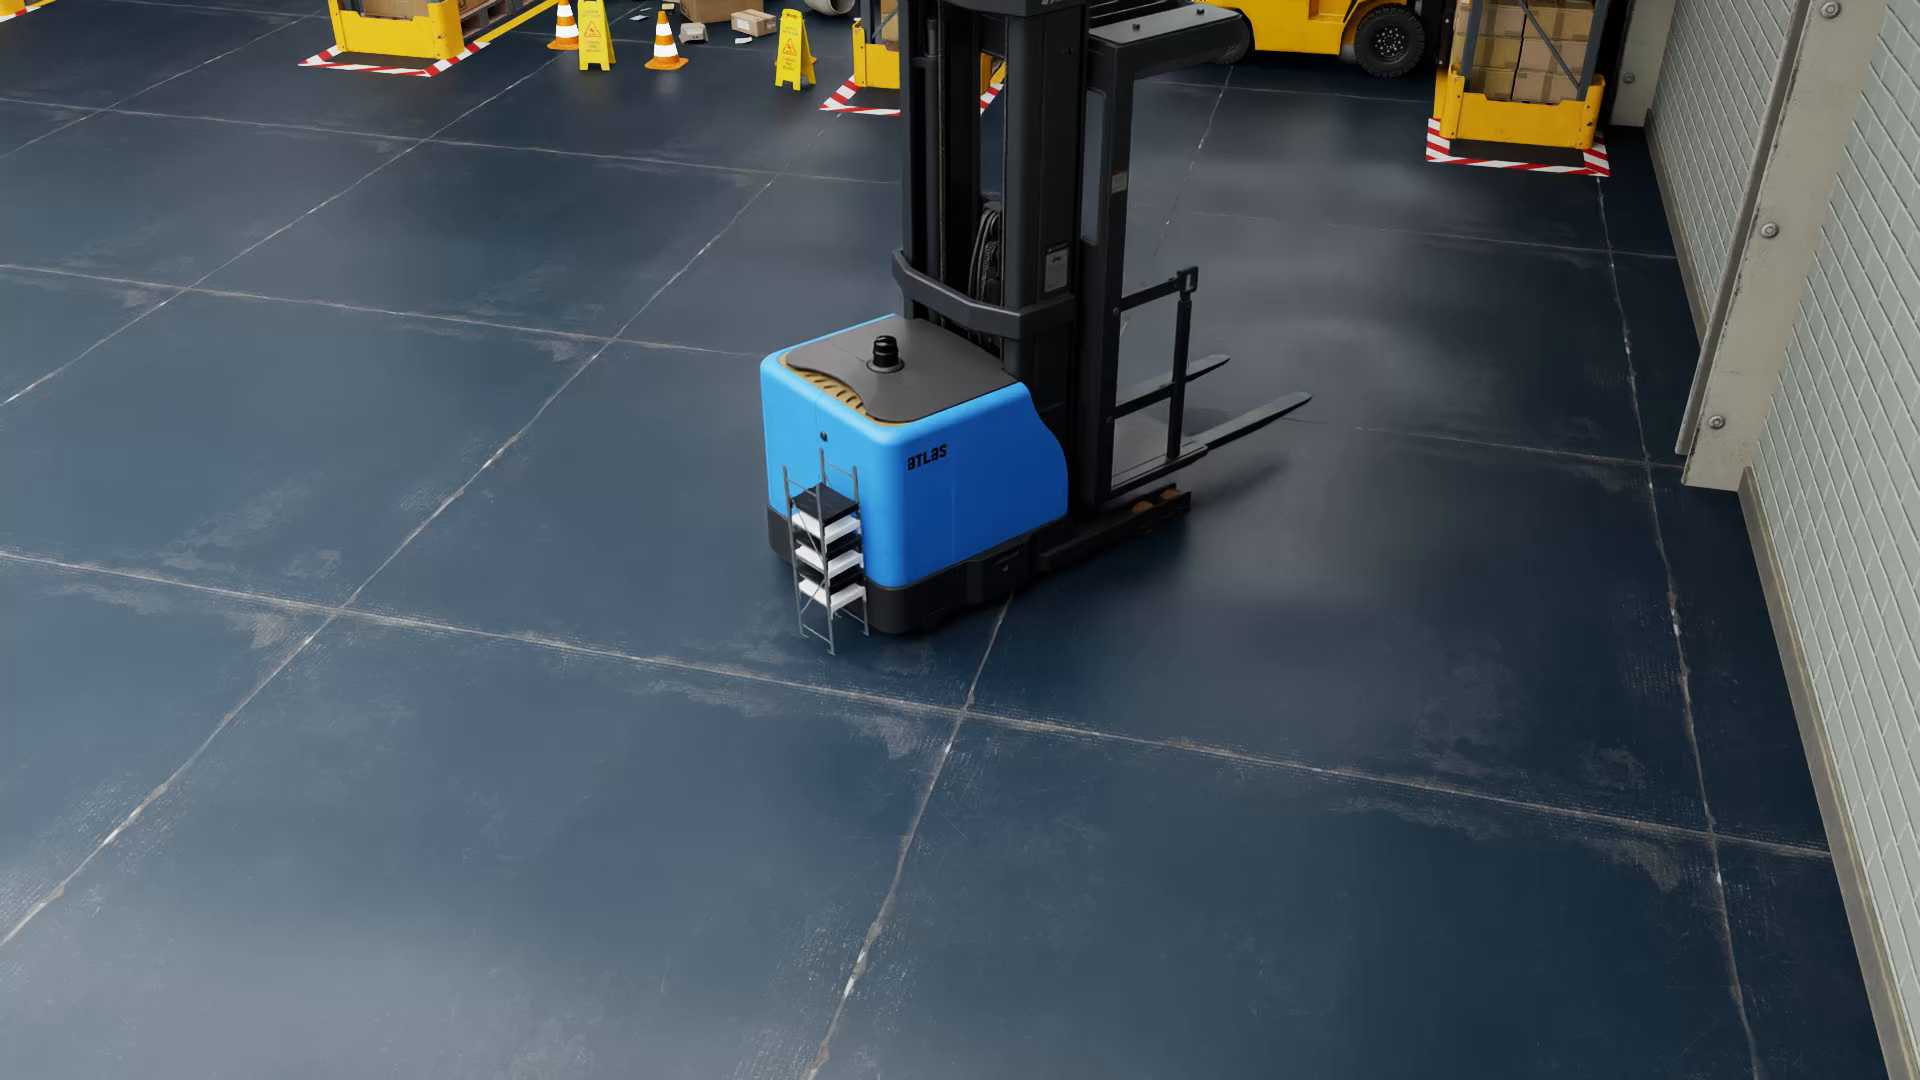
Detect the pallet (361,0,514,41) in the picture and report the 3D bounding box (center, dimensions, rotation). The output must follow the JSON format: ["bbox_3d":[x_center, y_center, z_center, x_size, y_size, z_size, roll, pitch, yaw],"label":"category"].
[{"bbox_3d":[-5.033,-5.057,16.008,1.003,0.211,1.213,8,33,12],"label":"pallet"}]

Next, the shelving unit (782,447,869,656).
[{"bbox_3d":[-0.584,0.058,7.312,0.210,0.900,0.258,-30,43,-34],"label":"shelving unit"}]

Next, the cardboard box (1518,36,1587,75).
[{"bbox_3d":[4.776,-3.957,13.383,0.500,0.250,0.500,9,33,13],"label":"cardboard box"}]

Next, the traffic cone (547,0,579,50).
[{"bbox_3d":[-3.652,-4.820,15.401,0.336,0.463,0.334,8,33,12],"label":"traffic cone"}]

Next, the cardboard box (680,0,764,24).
[{"bbox_3d":[-2.350,-5.390,16.259,0.797,0.503,0.637,-14,35,-21],"label":"cardboard box"}]

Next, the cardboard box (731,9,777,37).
[{"bbox_3d":[-1.968,-4.939,15.880,0.380,0.149,0.250,28,42,36],"label":"cardboard box"}]

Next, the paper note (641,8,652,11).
[{"bbox_3d":[-3.126,-5.282,16.549,0.032,0.001,0.123,28,42,36],"label":"paper note"}]

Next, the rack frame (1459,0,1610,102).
[{"bbox_3d":[4.456,-4.513,12.553,1.000,3.000,0.127,8,33,12],"label":"rack frame"}]

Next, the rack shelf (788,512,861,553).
[{"bbox_3d":[-0.588,-0.063,7.230,0.200,0.077,0.258,-30,43,-34],"label":"rack shelf"}]

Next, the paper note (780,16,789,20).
[{"bbox_3d":[-1.671,-5.111,16.272,0.148,0.019,0.142,20,38,29],"label":"paper note"}]

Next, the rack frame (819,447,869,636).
[{"bbox_3d":[-0.511,0.017,7.370,0.006,0.900,0.240,-30,43,-34],"label":"rack frame"}]

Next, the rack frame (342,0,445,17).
[{"bbox_3d":[-5.160,-5.808,14.591,1.000,3.000,0.127,8,33,12],"label":"rack frame"}]

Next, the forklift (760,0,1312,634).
[{"bbox_3d":[0.537,-1.462,7.818,3.031,2.935,1.130,-23,39,-32],"label":"forklift"}]

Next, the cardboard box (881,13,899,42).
[{"bbox_3d":[-0.396,-4.672,14.975,0.500,0.250,0.500,8,33,12],"label":"cardboard box"}]

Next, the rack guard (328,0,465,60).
[{"bbox_3d":[-5.166,-4.741,15.242,1.175,0.500,0.348,8,33,12],"label":"rack guard"}]

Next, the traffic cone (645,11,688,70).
[{"bbox_3d":[-2.645,-4.490,14.881,0.336,0.463,0.334,8,33,12],"label":"traffic cone"}]

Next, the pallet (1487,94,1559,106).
[{"bbox_3d":[4.609,-3.739,13.934,1.003,0.211,1.213,8,33,12],"label":"pallet"}]

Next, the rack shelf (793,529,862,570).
[{"bbox_3d":[-0.585,0.011,7.280,0.200,0.077,0.258,-30,43,-34],"label":"rack shelf"}]

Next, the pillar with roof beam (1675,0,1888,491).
[{"bbox_3d":[-0.183,-4.756,7.343,9.100,9.000,0.400,8,33,12],"label":"pillar with roof beam"}]

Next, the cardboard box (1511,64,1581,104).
[{"bbox_3d":[4.769,-3.758,13.537,0.500,0.250,0.500,8,33,13],"label":"cardboard box"}]

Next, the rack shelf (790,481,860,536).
[{"bbox_3d":[-0.591,-0.138,7.180,0.200,0.077,0.258,-30,43,-34],"label":"rack shelf"}]

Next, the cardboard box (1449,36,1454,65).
[{"bbox_3d":[4.405,-4.074,14.033,0.500,0.250,0.500,8,33,12],"label":"cardboard box"}]

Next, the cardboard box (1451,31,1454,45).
[{"bbox_3d":[4.650,-4.605,14.869,0.500,0.250,0.500,9,34,14],"label":"cardboard box"}]

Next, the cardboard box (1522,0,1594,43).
[{"bbox_3d":[4.761,-4.176,13.262,0.500,0.250,0.500,8,33,12],"label":"cardboard box"}]

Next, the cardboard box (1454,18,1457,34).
[{"bbox_3d":[4.414,-4.295,13.915,0.500,0.250,0.500,8,33,12],"label":"cardboard box"}]

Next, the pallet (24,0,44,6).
[{"bbox_3d":[-9.673,-5.816,17.201,1.003,0.211,1.213,8,33,12],"label":"pallet"}]

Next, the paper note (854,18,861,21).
[{"bbox_3d":[-0.959,-5.080,16.212,0.142,0.019,0.148,-3,33,-4],"label":"paper note"}]

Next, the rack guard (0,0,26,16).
[{"bbox_3d":[-9.913,-5.521,16.468,1.175,0.500,0.348,8,33,12],"label":"rack guard"}]

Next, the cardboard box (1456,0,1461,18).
[{"bbox_3d":[4.395,-4.499,13.771,0.500,0.250,0.500,9,33,13],"label":"cardboard box"}]

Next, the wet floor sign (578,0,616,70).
[{"bbox_3d":[-3.252,-4.530,14.775,0.267,0.644,0.232,3,33,4],"label":"wet floor sign"}]
